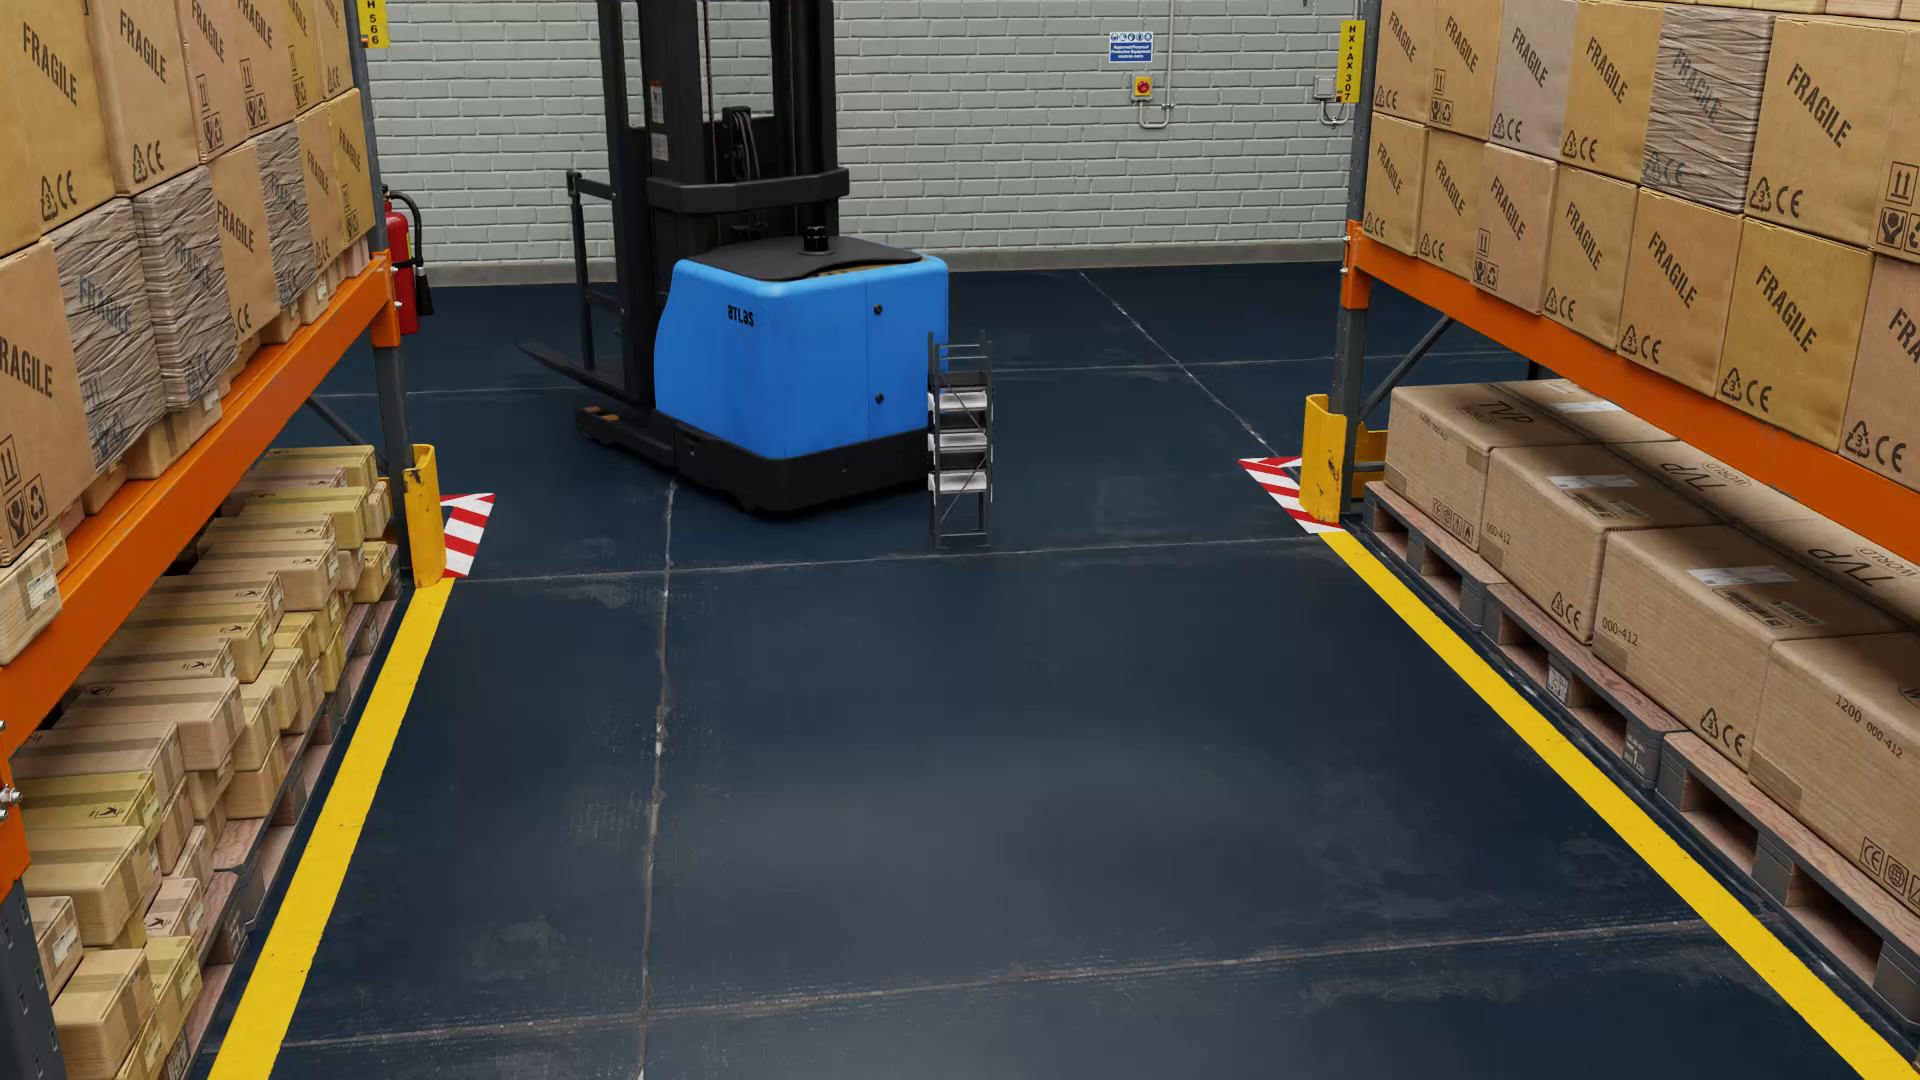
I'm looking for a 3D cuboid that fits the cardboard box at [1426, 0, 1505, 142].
[{"bbox_3d":[2.029,-1.712,5.942,0.500,0.500,0.500,-3,21,-9],"label":"cardboard box"}]

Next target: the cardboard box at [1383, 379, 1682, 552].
[{"bbox_3d":[2.354,-0.329,6.872,0.875,0.438,0.875,-4,21,-10],"label":"cardboard box"}]

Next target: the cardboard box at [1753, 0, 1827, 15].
[{"bbox_3d":[2.295,-1.436,4.275,0.380,0.149,0.250,-3,21,-8],"label":"cardboard box"}]

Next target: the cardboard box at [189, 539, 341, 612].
[{"bbox_3d":[-2.186,0.115,5.244,0.380,0.149,0.250,-2,21,-6],"label":"cardboard box"}]

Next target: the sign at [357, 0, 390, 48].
[{"bbox_3d":[-2.171,-1.983,6.132,0.100,0.325,0.005,-3,21,-8],"label":"sign"}]

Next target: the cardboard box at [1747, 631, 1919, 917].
[{"bbox_3d":[2.753,0.610,4.359,0.875,0.438,0.875,-3,21,-9],"label":"cardboard box"}]

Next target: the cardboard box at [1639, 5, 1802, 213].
[{"bbox_3d":[2.248,-1.188,4.537,0.500,0.500,0.500,-3,21,-7],"label":"cardboard box"}]

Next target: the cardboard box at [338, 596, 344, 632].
[{"bbox_3d":[-2.303,0.304,5.590,0.380,0.149,0.250,-3,21,-7],"label":"cardboard box"}]

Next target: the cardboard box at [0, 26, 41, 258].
[{"bbox_3d":[-1.971,-0.710,2.832,0.500,0.500,0.500,-2,21,-6],"label":"cardboard box"}]

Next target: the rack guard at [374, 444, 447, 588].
[{"bbox_3d":[-2.713,-0.074,6.700,1.175,0.500,0.348,-3,21,-8],"label":"rack guard"}]

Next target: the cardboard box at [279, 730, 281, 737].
[{"bbox_3d":[-2.222,0.576,4.862,0.380,0.149,0.250,-2,21,-6],"label":"cardboard box"}]

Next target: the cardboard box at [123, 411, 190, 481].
[{"bbox_3d":[-2.070,-0.244,3.941,0.380,0.149,0.250,-3,21,-7],"label":"cardboard box"}]

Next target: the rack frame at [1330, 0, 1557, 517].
[{"bbox_3d":[2.160,-1.556,7.095,1.000,3.000,0.127,-3,21,-8],"label":"rack frame"}]

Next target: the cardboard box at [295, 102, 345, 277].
[{"bbox_3d":[-2.335,-1.136,5.404,0.500,0.500,0.500,-3,21,-9],"label":"cardboard box"}]

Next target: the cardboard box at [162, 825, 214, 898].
[{"bbox_3d":[-2.093,0.849,4.130,0.380,0.149,0.250,-3,21,-9],"label":"cardboard box"}]

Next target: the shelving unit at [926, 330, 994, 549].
[{"bbox_3d":[-0.001,-0.424,7.066,0.258,0.900,0.210,-3,21,-8],"label":"shelving unit"}]

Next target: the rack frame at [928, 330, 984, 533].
[{"bbox_3d":[-0.016,-0.460,7.160,0.240,0.900,0.006,-3,21,-8],"label":"rack frame"}]

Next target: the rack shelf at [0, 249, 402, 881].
[{"bbox_3d":[-2.435,-0.242,4.605,1.077,0.370,4.000,-3,21,-8],"label":"rack shelf"}]

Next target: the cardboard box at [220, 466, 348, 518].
[{"bbox_3d":[-2.417,-0.151,5.957,0.380,0.149,0.250,-3,21,-7],"label":"cardboard box"}]

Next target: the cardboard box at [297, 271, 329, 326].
[{"bbox_3d":[-2.287,-0.794,5.414,0.380,0.149,0.250,-2,21,-6],"label":"cardboard box"}]

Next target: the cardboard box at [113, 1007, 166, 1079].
[{"bbox_3d":[-1.882,1.110,3.431,0.380,0.149,0.250,-4,21,-10],"label":"cardboard box"}]

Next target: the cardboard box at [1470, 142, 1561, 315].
[{"bbox_3d":[2.101,-1.072,5.655,0.500,0.500,0.500,-3,21,-8],"label":"cardboard box"}]

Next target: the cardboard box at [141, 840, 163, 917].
[{"bbox_3d":[-2.079,0.806,3.821,0.380,0.149,0.250,-3,21,-8],"label":"cardboard box"}]

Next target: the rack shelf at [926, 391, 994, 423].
[{"bbox_3d":[-0.001,-0.562,7.015,0.258,0.077,0.200,-3,21,-8],"label":"rack shelf"}]

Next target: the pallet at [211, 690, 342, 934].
[{"bbox_3d":[-2.458,0.766,4.864,1.003,0.211,1.213,-3,21,-8],"label":"pallet"}]

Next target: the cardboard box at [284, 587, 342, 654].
[{"bbox_3d":[-2.201,0.255,5.296,0.380,0.149,0.250,-3,21,-7],"label":"cardboard box"}]

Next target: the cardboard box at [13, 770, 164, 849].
[{"bbox_3d":[-2.058,0.660,3.785,0.380,0.149,0.250,-3,21,-9],"label":"cardboard box"}]

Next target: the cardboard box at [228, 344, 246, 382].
[{"bbox_3d":[-2.244,-0.514,4.663,0.380,0.149,0.250,-3,21,-7],"label":"cardboard box"}]

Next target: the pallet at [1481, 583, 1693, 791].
[{"bbox_3d":[2.525,0.445,5.724,1.003,0.211,1.213,-3,21,-8],"label":"pallet"}]

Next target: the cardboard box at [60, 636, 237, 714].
[{"bbox_3d":[-2.195,0.389,4.512,0.380,0.149,0.250,-4,21,-10],"label":"cardboard box"}]

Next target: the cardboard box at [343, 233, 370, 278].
[{"bbox_3d":[-2.397,-1.055,6.113,0.380,0.149,0.250,-3,21,-8],"label":"cardboard box"}]

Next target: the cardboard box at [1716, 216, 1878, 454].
[{"bbox_3d":[2.337,-0.544,4.242,0.500,0.500,0.500,-3,21,-9],"label":"cardboard box"}]

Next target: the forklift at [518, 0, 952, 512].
[{"bbox_3d":[-1.347,-1.945,8.235,1.130,2.935,3.031,-16,26,-36],"label":"forklift"}]

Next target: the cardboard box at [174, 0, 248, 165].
[{"bbox_3d":[-2.175,-1.242,4.258,0.500,0.500,0.500,-4,21,-10],"label":"cardboard box"}]

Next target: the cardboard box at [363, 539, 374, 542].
[{"bbox_3d":[-2.441,0.039,6.299,0.380,0.149,0.250,-3,21,-7],"label":"cardboard box"}]

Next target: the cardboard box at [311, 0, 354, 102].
[{"bbox_3d":[-2.411,-1.780,5.698,0.500,0.500,0.500,-3,21,-9],"label":"cardboard box"}]

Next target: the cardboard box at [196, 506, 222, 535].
[{"bbox_3d":[-2.825,-0.123,5.884,0.380,0.149,0.250,-3,21,-7],"label":"cardboard box"}]

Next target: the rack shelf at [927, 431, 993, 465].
[{"bbox_3d":[-0.001,-0.393,7.078,0.258,0.077,0.200,-3,21,-8],"label":"rack shelf"}]

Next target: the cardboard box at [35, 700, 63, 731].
[{"bbox_3d":[-2.628,0.562,4.473,0.380,0.149,0.250,-4,21,-10],"label":"cardboard box"}]

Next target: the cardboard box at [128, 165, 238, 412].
[{"bbox_3d":[-2.084,-0.604,3.978,0.500,0.500,0.500,-3,21,-9],"label":"cardboard box"}]

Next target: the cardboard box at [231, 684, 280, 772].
[{"bbox_3d":[-2.105,0.525,4.573,0.380,0.149,0.250,-3,21,-8],"label":"cardboard box"}]

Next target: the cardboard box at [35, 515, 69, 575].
[{"bbox_3d":[-1.975,0.031,3.205,0.380,0.149,0.250,-2,21,-6],"label":"cardboard box"}]
